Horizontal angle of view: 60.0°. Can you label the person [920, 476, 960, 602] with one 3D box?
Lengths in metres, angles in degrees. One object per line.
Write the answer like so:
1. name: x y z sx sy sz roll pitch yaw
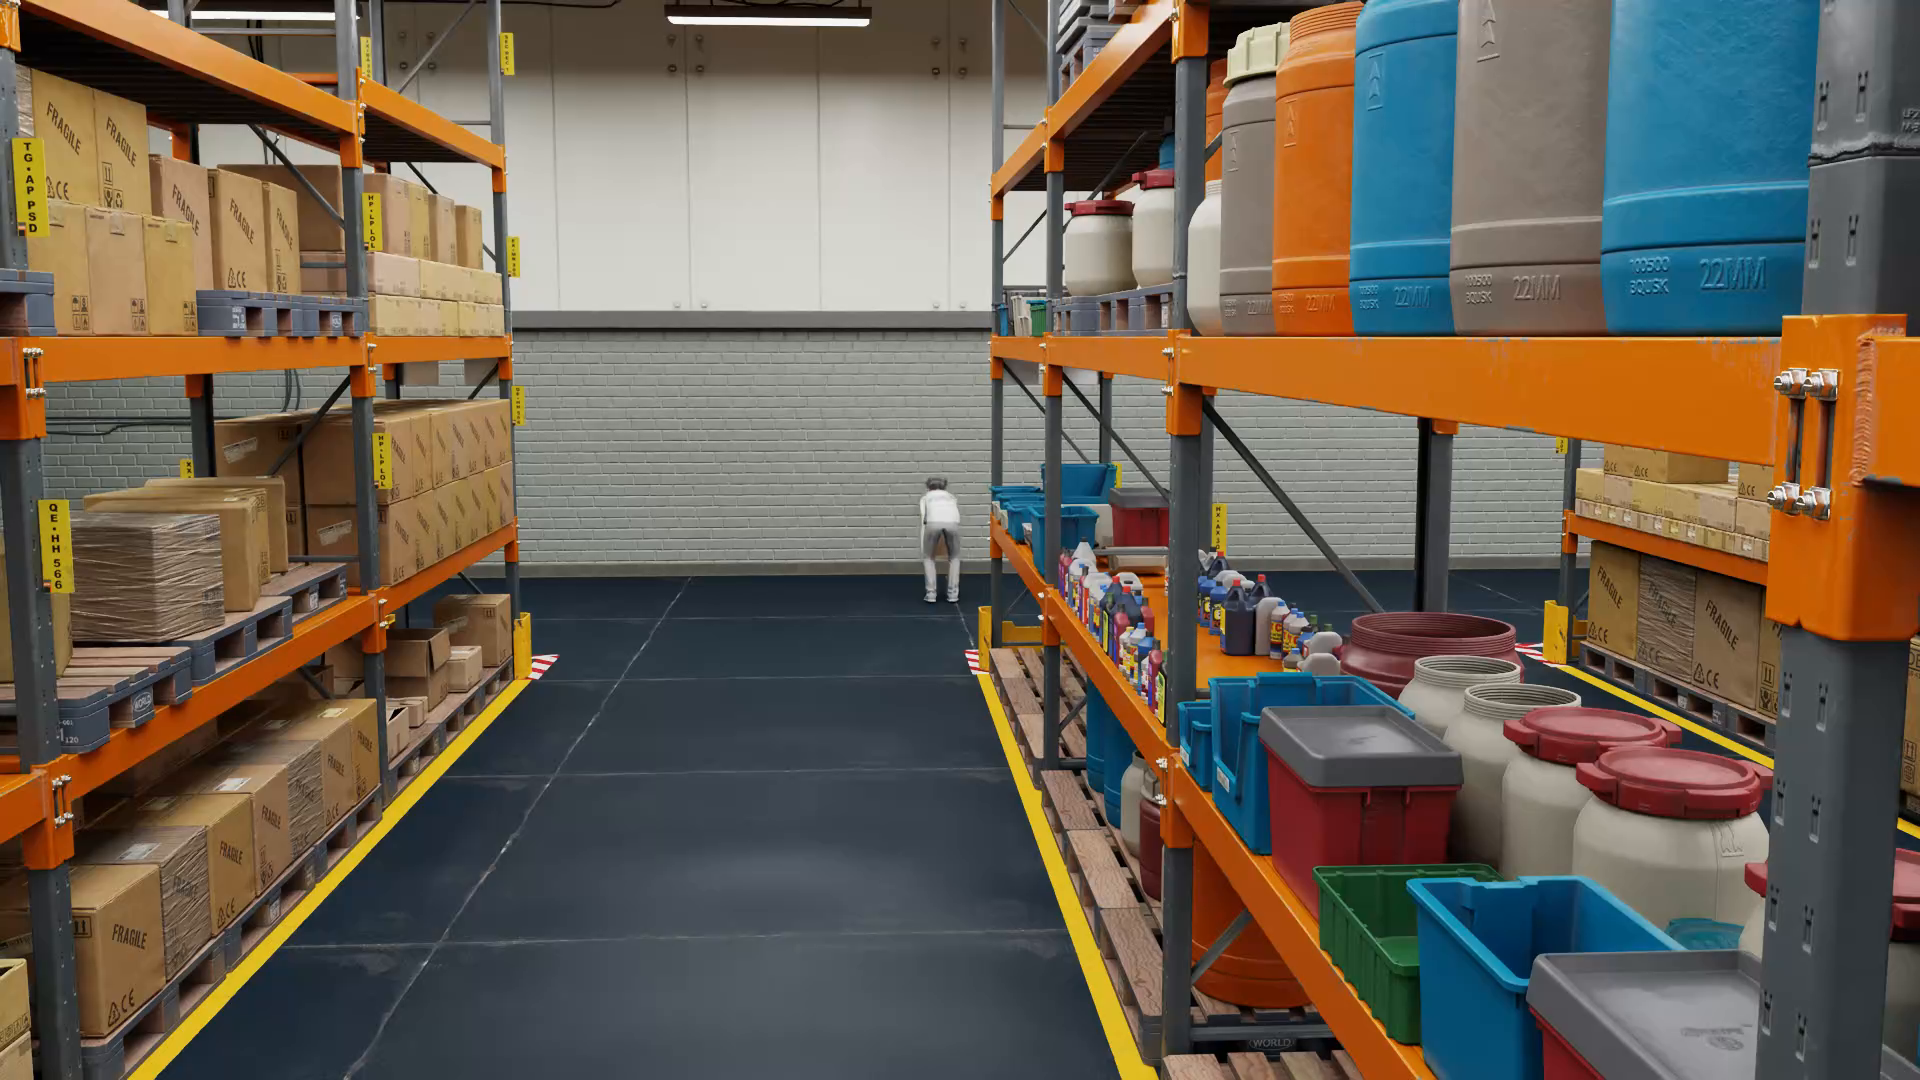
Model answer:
1. person: -0.220 -0.014 17.864 0.411 1.307 0.886 -1 7 -5
